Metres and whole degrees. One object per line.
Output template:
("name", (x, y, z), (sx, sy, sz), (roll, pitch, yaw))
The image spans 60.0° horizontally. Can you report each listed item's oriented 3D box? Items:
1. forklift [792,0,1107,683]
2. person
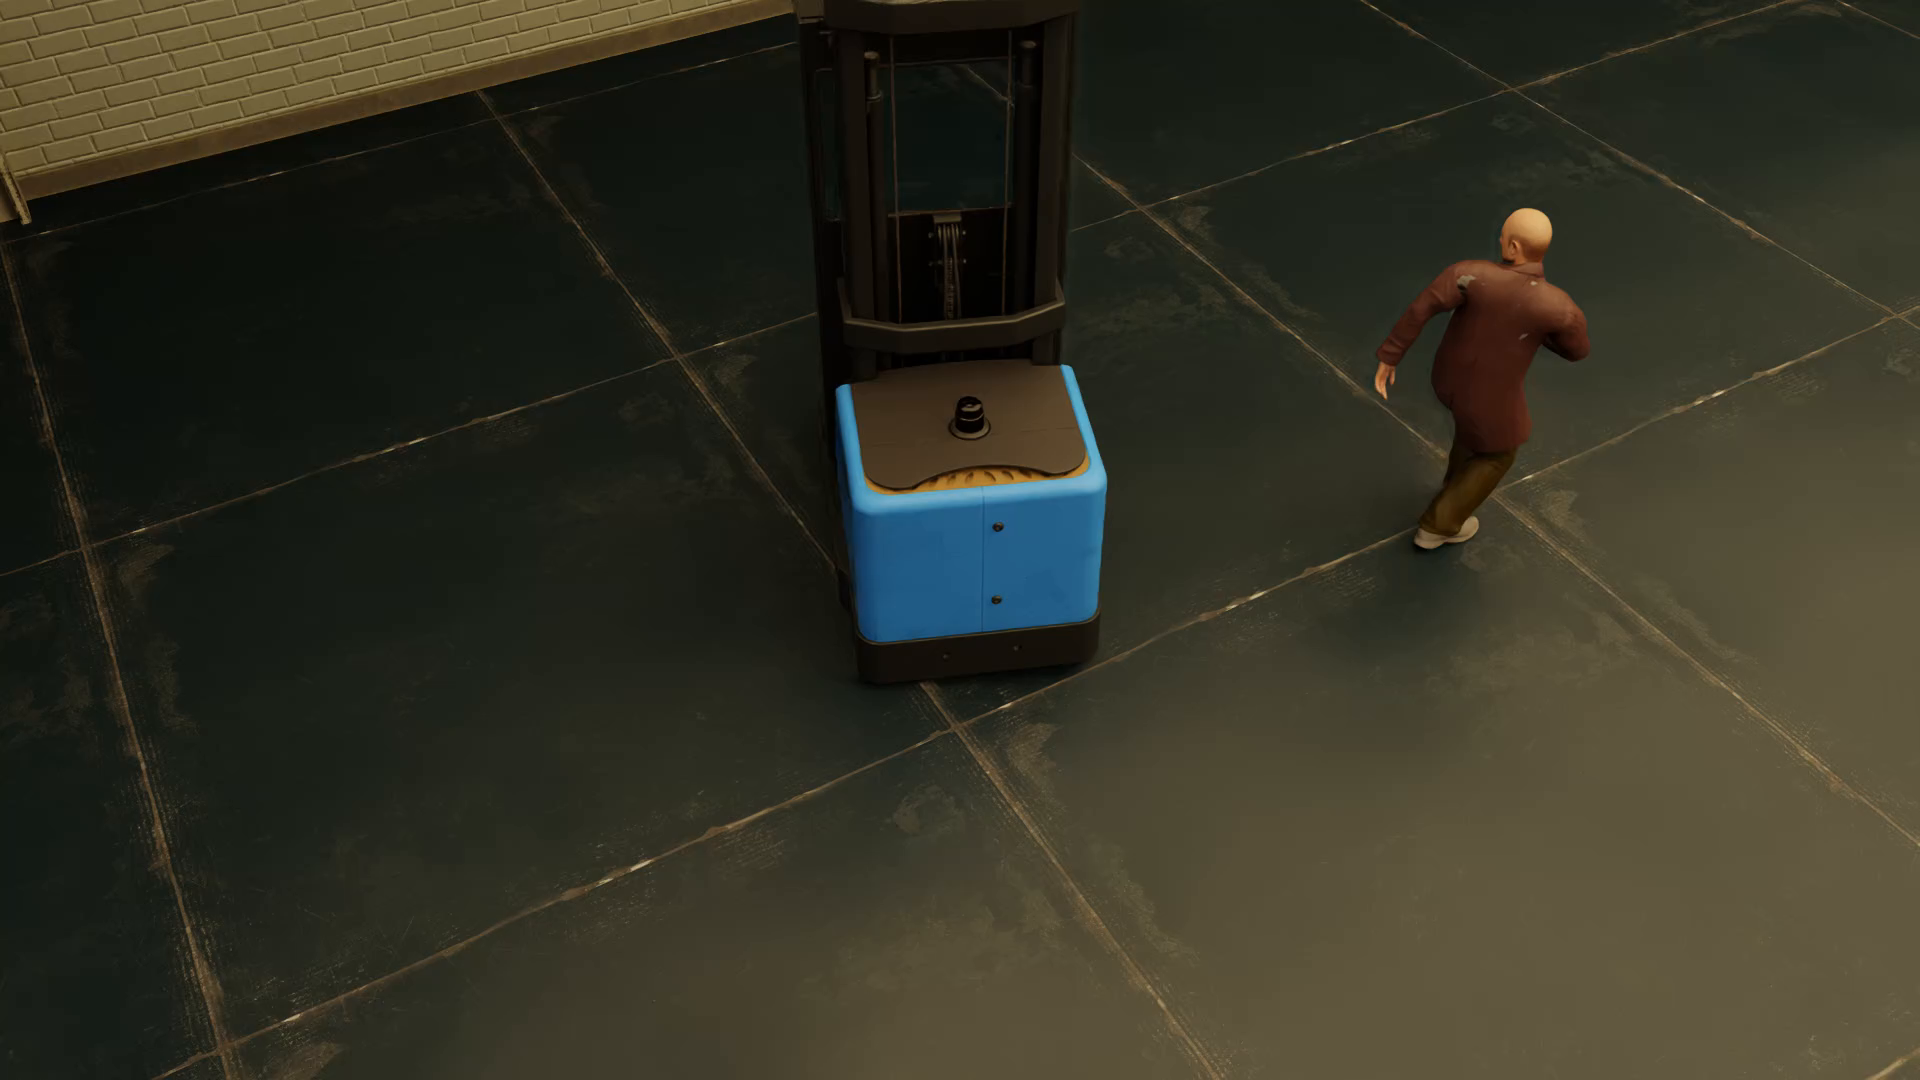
("forklift", (-0.123, -1.471, 7.283), (1.130, 2.935, 3.031), (-6, 43, -6))
("person", (2.305, -0.673, 7.372), (0.825, 1.784, 0.689), (-30, 51, -28))
